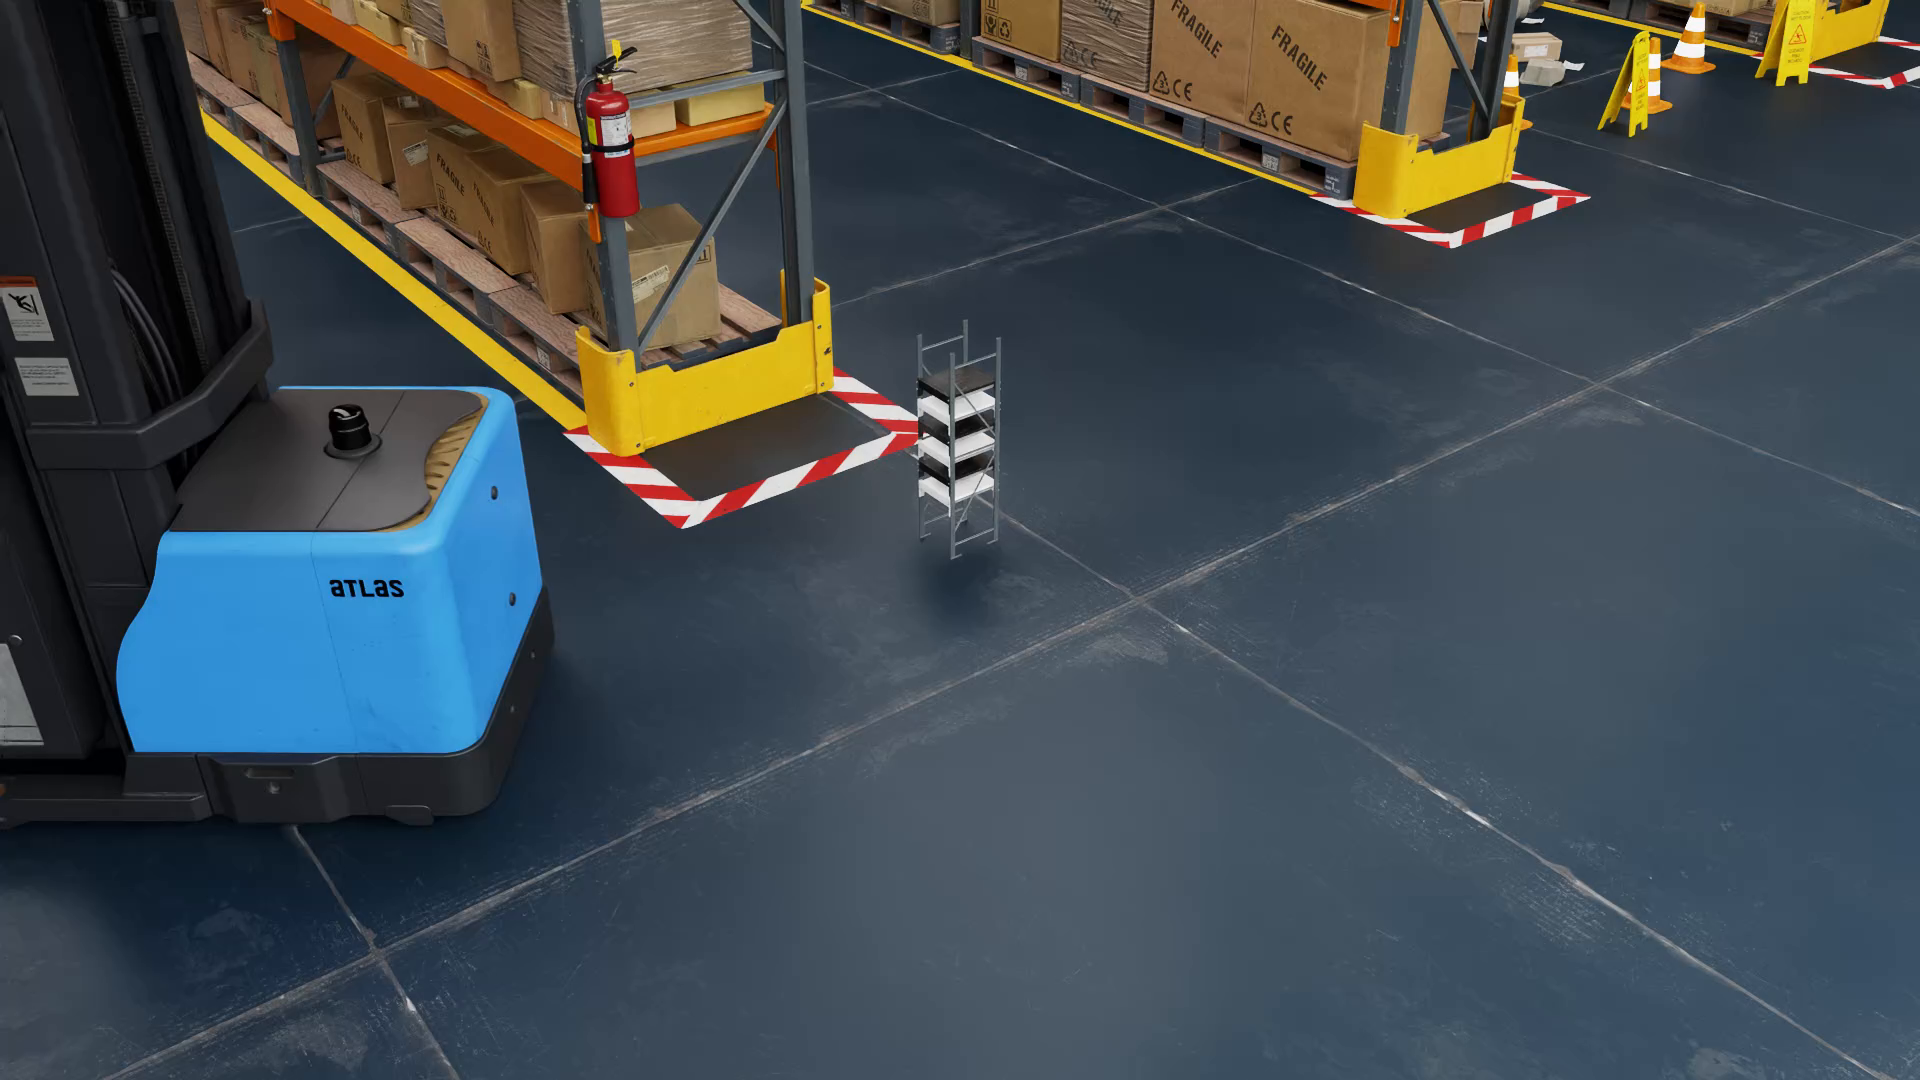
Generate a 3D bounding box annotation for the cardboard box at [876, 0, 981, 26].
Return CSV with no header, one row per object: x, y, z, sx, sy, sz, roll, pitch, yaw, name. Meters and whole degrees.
-0.021,-4.539,12.949,1.050,0.750,0.750,-22,38,-32,cardboard box

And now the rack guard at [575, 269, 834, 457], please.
-1.143,-0.827,7.607,1.175,0.500,0.348,-22,38,-31,rack guard

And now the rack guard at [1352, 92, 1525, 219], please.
2.899,-2.348,10.056,1.175,0.500,0.348,-22,38,-31,rack guard

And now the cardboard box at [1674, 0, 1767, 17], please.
6.009,-4.333,13.092,0.500,0.250,0.500,-22,38,-32,cardboard box

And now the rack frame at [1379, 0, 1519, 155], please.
2.884,-3.420,9.413,1.000,3.000,0.127,-22,38,-31,rack frame

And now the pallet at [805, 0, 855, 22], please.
-0.854,-4.708,14.130,1.003,0.211,1.213,-22,38,-31,pallet

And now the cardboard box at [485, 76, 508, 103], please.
-1.922,-2.103,7.532,0.380,0.149,0.250,-22,38,-31,cardboard box

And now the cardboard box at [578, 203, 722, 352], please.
-1.466,-1.239,7.873,0.500,0.500,0.500,-15,35,-23,cardboard box

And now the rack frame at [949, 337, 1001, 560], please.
0.057,-0.343,6.450,0.240,0.900,0.006,-22,38,-31,rack frame

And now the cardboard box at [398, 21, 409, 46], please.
-2.535,-2.520,8.203,0.380,0.149,0.250,-22,38,-31,cardboard box

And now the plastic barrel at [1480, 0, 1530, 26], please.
4.269,-4.340,13.336,0.512,0.421,0.421,1,32,2,plastic barrel

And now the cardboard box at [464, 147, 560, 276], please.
-2.228,-1.744,8.686,0.500,0.500,0.500,-19,36,-27,cardboard box

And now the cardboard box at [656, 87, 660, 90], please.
-1.221,-2.057,7.456,0.380,0.149,0.250,-22,38,-31,cardboard box

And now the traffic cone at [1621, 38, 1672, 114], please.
4.781,-3.247,11.539,0.336,0.463,0.334,-22,38,-31,traffic cone

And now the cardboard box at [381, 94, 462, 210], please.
-2.978,-2.225,9.460,0.500,0.500,0.500,-11,33,-16,cardboard box

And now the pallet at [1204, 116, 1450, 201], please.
2.332,-2.543,10.644,1.003,0.211,1.213,-22,38,-31,pallet

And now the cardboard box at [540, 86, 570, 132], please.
-1.587,-1.907,7.215,0.380,0.149,0.250,-22,38,-31,cardboard box

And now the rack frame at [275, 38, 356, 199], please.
-3.549,-3.524,9.581,1.000,3.000,0.127,-22,38,-31,rack frame

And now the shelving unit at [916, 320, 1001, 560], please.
-0.005,-0.386,6.518,0.258,0.900,0.210,-22,38,-31,shelving unit

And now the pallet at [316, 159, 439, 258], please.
-3.109,-2.071,9.884,1.003,0.211,1.213,-22,38,-31,pallet

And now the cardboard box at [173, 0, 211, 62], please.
-5.225,-3.816,12.004,0.700,0.500,0.500,-26,40,-35,cardboard box

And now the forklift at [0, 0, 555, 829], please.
-2.985,-0.601,4.939,3.031,2.935,1.130,0,32,0,forklift

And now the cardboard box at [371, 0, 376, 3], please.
-2.657,-3.090,8.505,0.875,0.500,0.500,-22,38,-31,cardboard box

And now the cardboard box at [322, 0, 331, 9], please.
-3.176,-2.926,8.855,0.380,0.149,0.250,-22,38,-31,cardboard box

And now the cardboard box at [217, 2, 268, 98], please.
-4.529,-3.350,11.253,0.700,0.500,0.500,-26,40,-35,cardboard box

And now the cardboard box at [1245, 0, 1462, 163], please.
2.416,-2.957,10.283,0.875,0.875,0.875,-22,38,-31,cardboard box

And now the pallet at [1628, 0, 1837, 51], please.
6.215,-4.260,13.409,1.003,0.211,1.213,-22,38,-31,pallet

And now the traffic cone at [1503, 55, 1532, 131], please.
3.680,-3.023,11.178,0.336,0.463,0.334,-22,38,-31,traffic cone

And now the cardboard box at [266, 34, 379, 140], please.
-3.908,-2.912,10.548,0.700,0.500,0.500,-26,40,-35,cardboard box

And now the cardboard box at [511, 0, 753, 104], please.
-1.412,-2.264,7.175,0.875,0.500,0.500,-22,38,-31,cardboard box

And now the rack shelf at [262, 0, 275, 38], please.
-4.775,-4.052,11.113,1.077,0.370,4.000,-22,38,-31,rack shelf

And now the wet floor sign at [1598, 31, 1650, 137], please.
4.466,-3.048,11.046,0.232,0.644,0.267,26,40,35,wet floor sign

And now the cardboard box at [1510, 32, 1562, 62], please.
4.333,-3.745,12.638,0.380,0.149,0.250,-4,32,-7,cardboard box

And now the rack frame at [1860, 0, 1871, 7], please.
6.732,-5.063,12.059,1.000,3.000,0.127,-22,38,-31,rack frame

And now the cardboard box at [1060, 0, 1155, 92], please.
1.317,-3.703,11.485,0.875,0.875,0.875,-22,38,-31,cardboard box

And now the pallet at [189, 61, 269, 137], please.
-4.780,-3.172,11.657,1.003,0.211,1.213,-22,38,-31,pallet

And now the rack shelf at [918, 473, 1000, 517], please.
-0.005,-0.204,6.631,0.258,0.077,0.200,-22,38,-31,rack shelf

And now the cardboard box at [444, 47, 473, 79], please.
-2.213,-2.318,7.877,0.380,0.149,0.250,-22,38,-31,cardboard box

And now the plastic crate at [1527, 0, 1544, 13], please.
4.594,-4.570,14.033,0.583,0.080,0.402,18,36,27,plastic crate

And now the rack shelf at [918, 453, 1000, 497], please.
-0.005,-0.281,6.583,0.258,0.077,0.200,-22,38,-31,rack shelf

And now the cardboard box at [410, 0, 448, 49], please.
-2.086,-2.656,7.806,0.875,0.500,0.500,-22,38,-31,cardboard box

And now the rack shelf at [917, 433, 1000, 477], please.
-0.005,-0.357,6.536,0.258,0.077,0.200,-22,38,-31,rack shelf

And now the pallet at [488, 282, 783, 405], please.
-1.613,-1.054,8.247,1.003,0.211,1.213,-22,38,-31,pallet

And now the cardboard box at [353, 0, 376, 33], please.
-2.869,-2.717,8.520,0.380,0.149,0.250,-22,38,-31,cardboard box

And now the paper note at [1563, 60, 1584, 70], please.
4.580,-3.552,12.440,0.142,0.019,0.148,18,36,27,paper note

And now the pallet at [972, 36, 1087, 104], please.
0.836,-3.560,12.282,1.003,0.211,1.213,-22,38,-31,pallet
